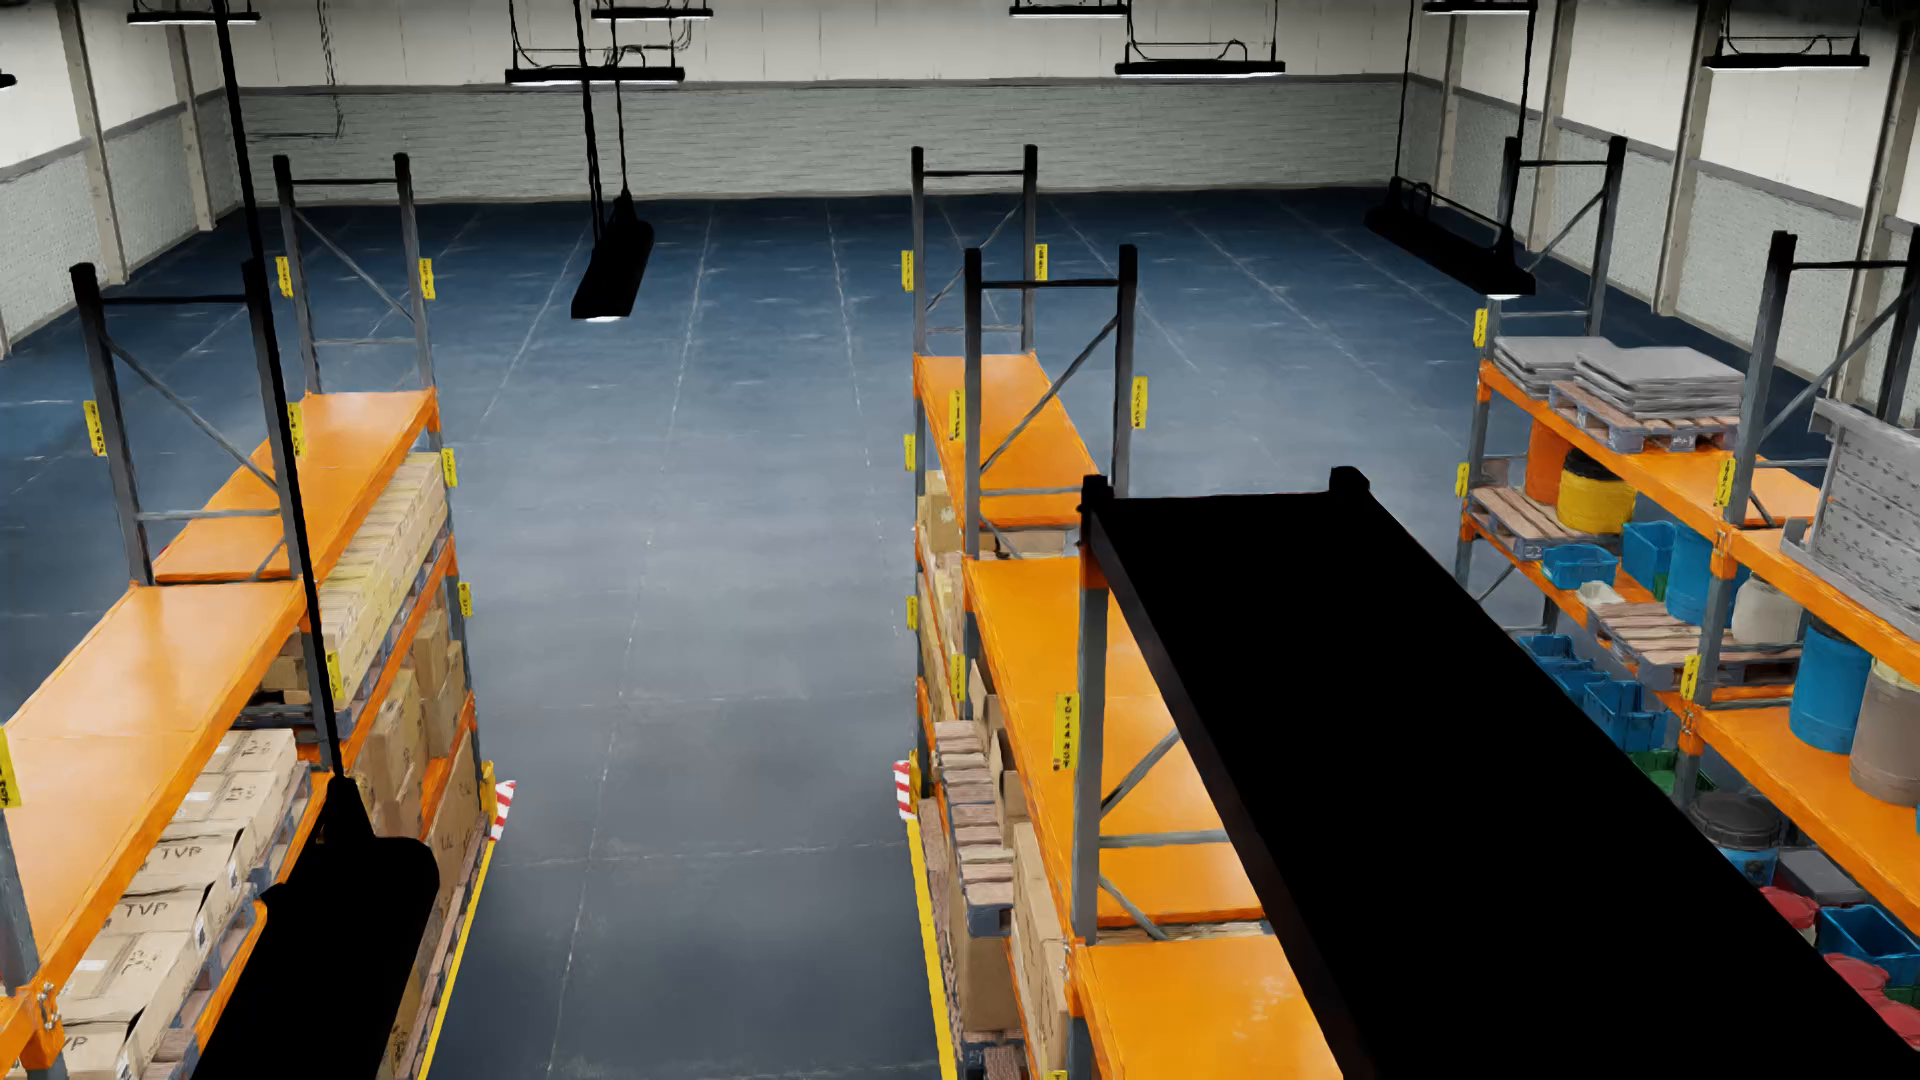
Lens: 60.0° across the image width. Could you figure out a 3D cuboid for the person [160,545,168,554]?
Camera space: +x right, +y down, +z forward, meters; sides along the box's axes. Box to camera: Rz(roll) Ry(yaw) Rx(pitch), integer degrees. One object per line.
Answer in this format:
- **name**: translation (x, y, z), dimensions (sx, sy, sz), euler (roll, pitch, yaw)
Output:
- **person**: translation (-7.971, 0.912, 17.000), dimensions (0.677, 1.742, 0.551), euler (-3, 22, -7)
